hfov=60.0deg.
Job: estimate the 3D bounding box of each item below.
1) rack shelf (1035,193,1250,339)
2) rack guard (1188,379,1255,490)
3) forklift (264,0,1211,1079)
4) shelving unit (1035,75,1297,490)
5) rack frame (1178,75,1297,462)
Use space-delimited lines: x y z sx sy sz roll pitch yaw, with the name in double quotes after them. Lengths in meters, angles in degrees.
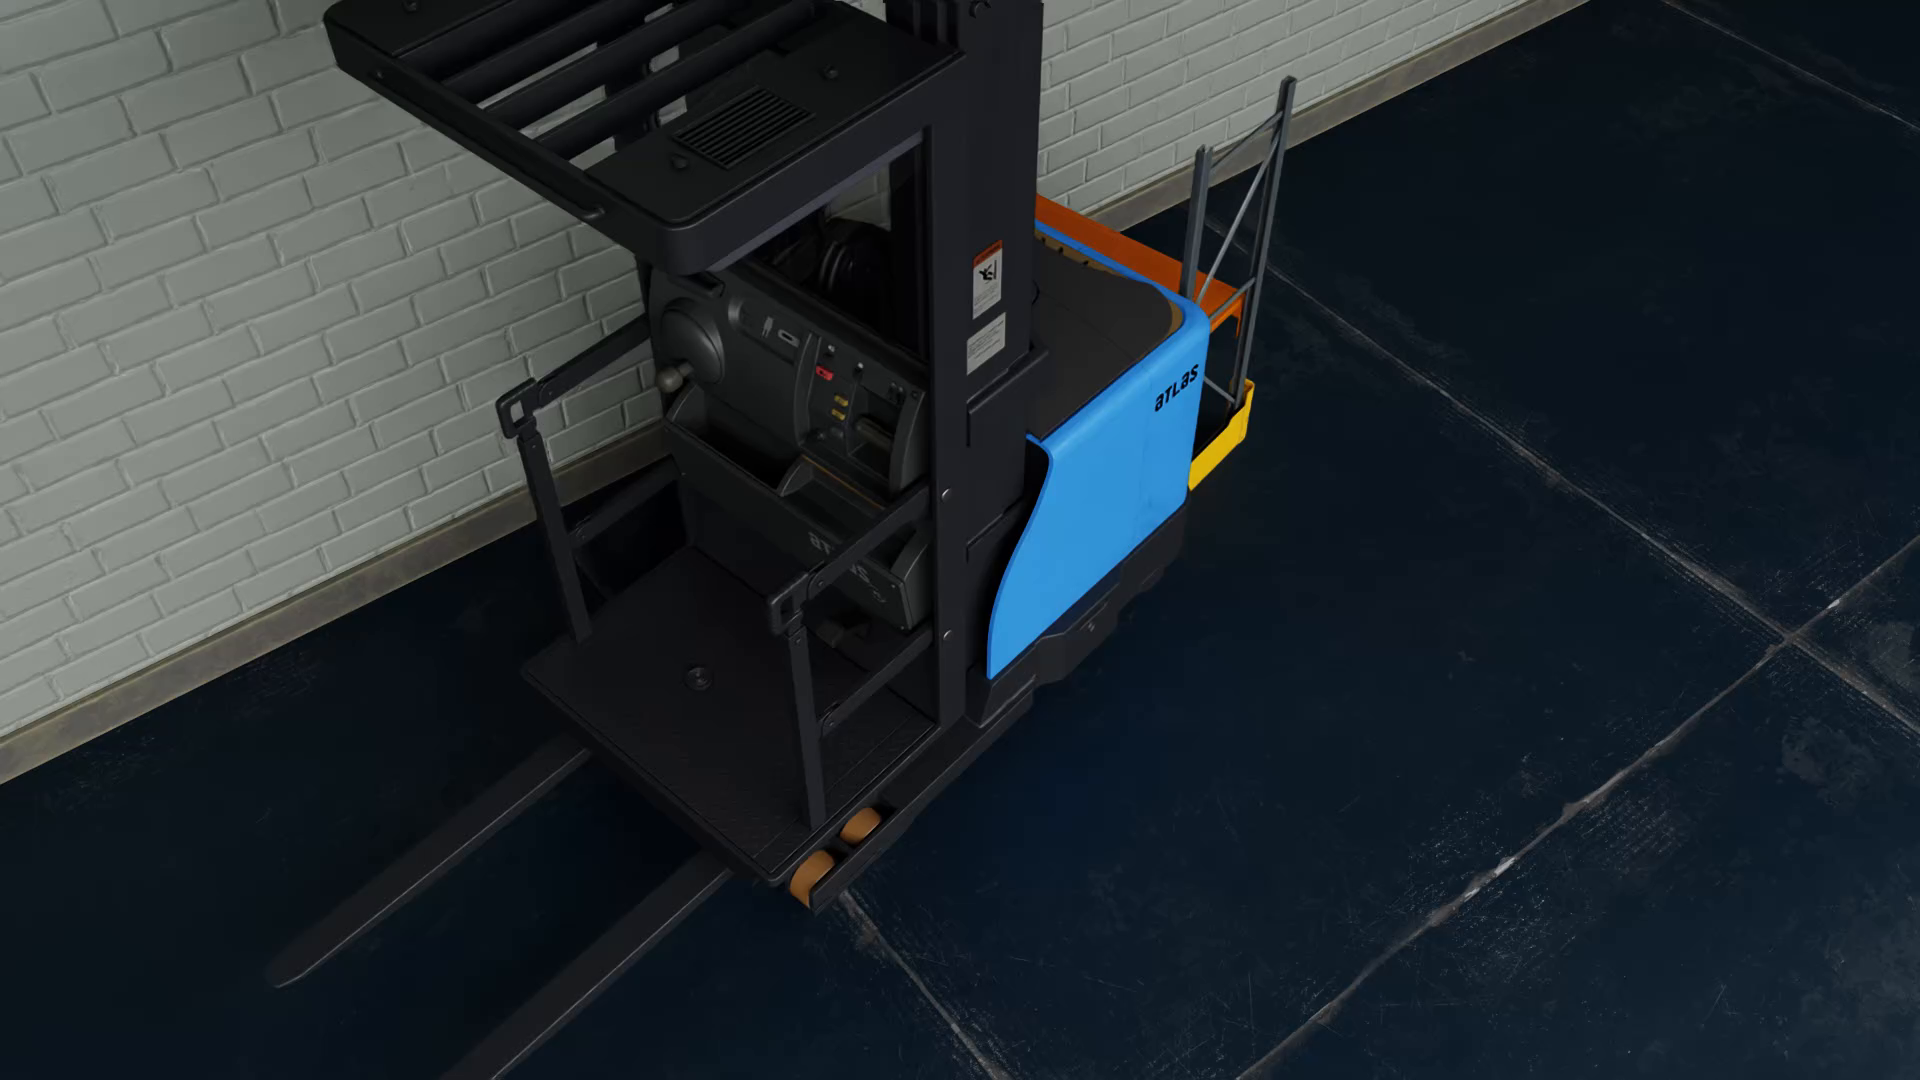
0.446 -0.858 5.758 1.000 0.185 0.538 31 55 25 "rack shelf"
0.840 -0.322 5.873 0.087 0.250 0.587 31 55 25 "rack guard"
-0.593 -0.358 4.096 1.130 2.935 3.031 33 56 26 "forklift"
0.453 -0.975 5.621 1.083 1.500 0.587 31 55 25 "shelving unit"
0.841 -0.741 5.410 0.032 1.500 0.500 31 55 25 "rack frame"
